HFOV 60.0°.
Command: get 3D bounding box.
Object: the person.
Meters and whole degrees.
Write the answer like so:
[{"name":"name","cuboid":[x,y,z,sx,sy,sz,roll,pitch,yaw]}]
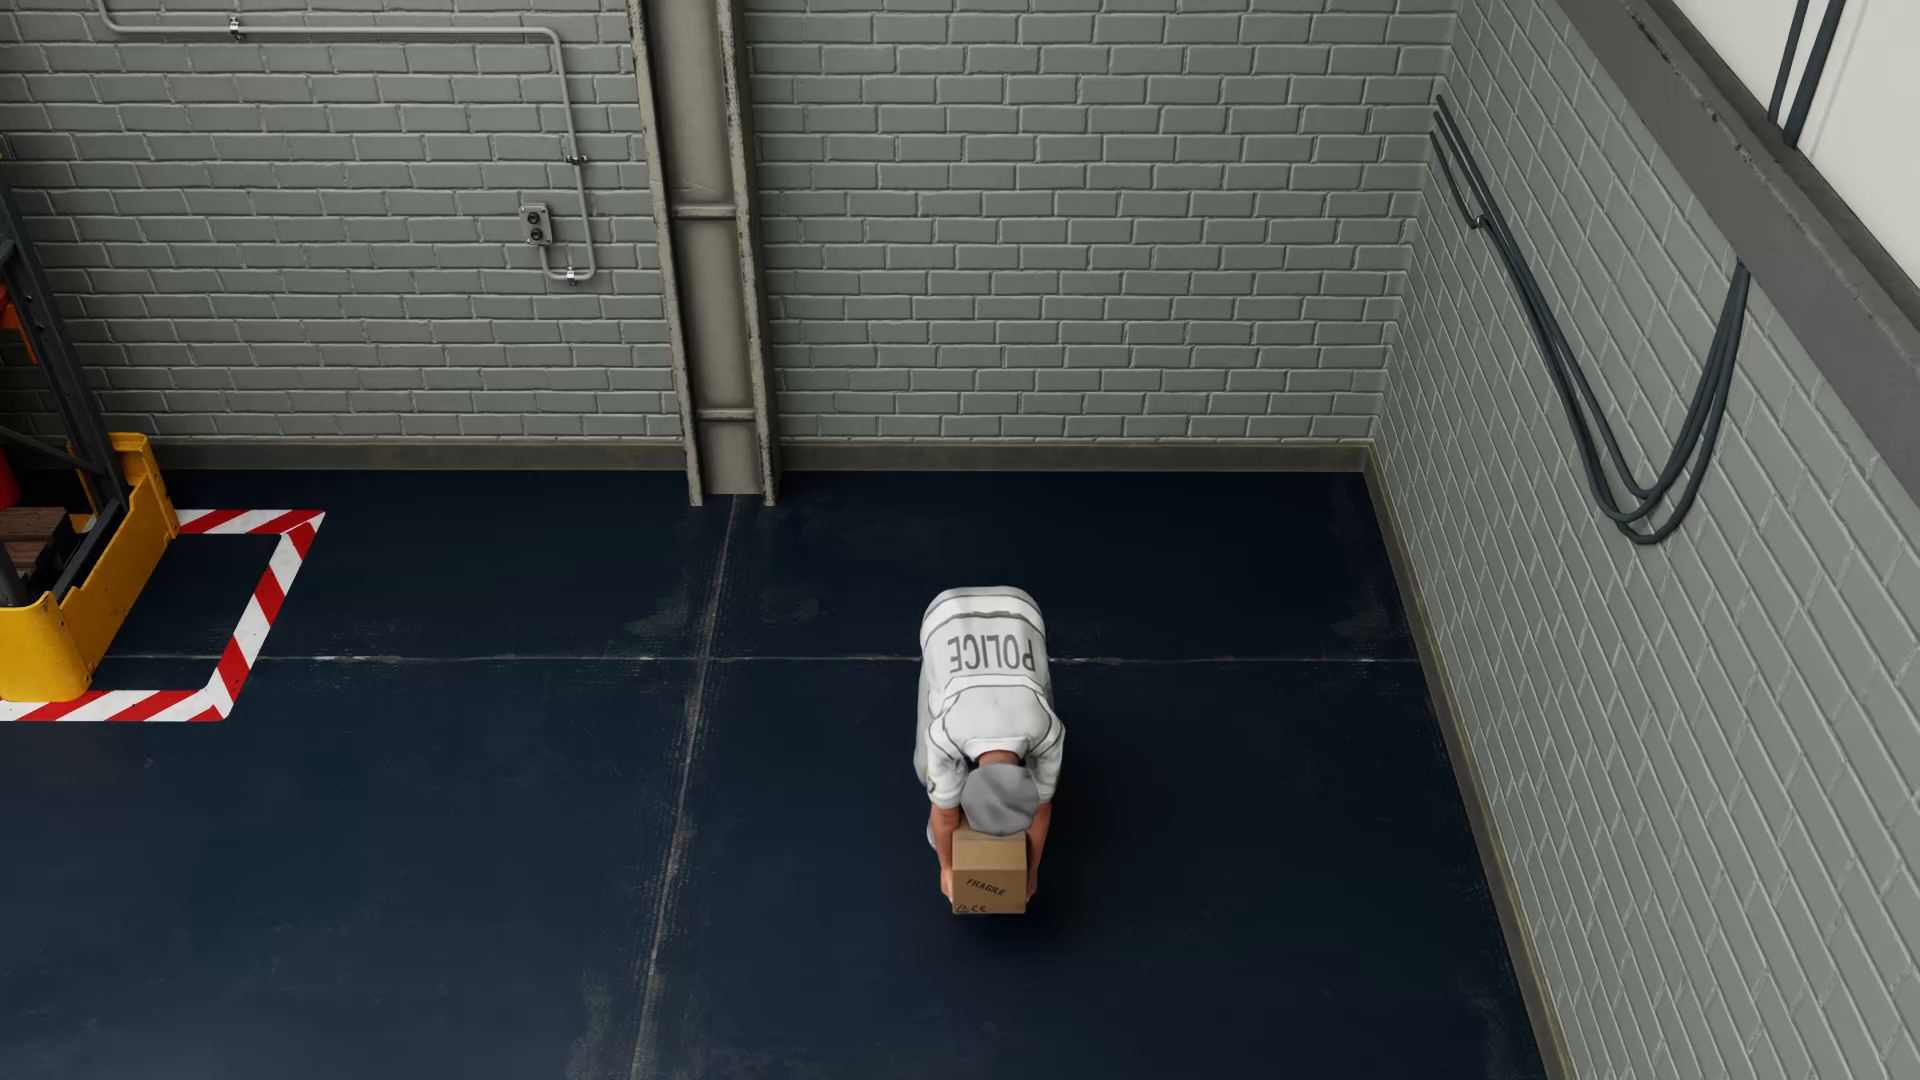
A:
[{"name":"person","cuboid":[0.098,0.784,5.734,0.517,1.069,1.042,-2,39,-2]}]
